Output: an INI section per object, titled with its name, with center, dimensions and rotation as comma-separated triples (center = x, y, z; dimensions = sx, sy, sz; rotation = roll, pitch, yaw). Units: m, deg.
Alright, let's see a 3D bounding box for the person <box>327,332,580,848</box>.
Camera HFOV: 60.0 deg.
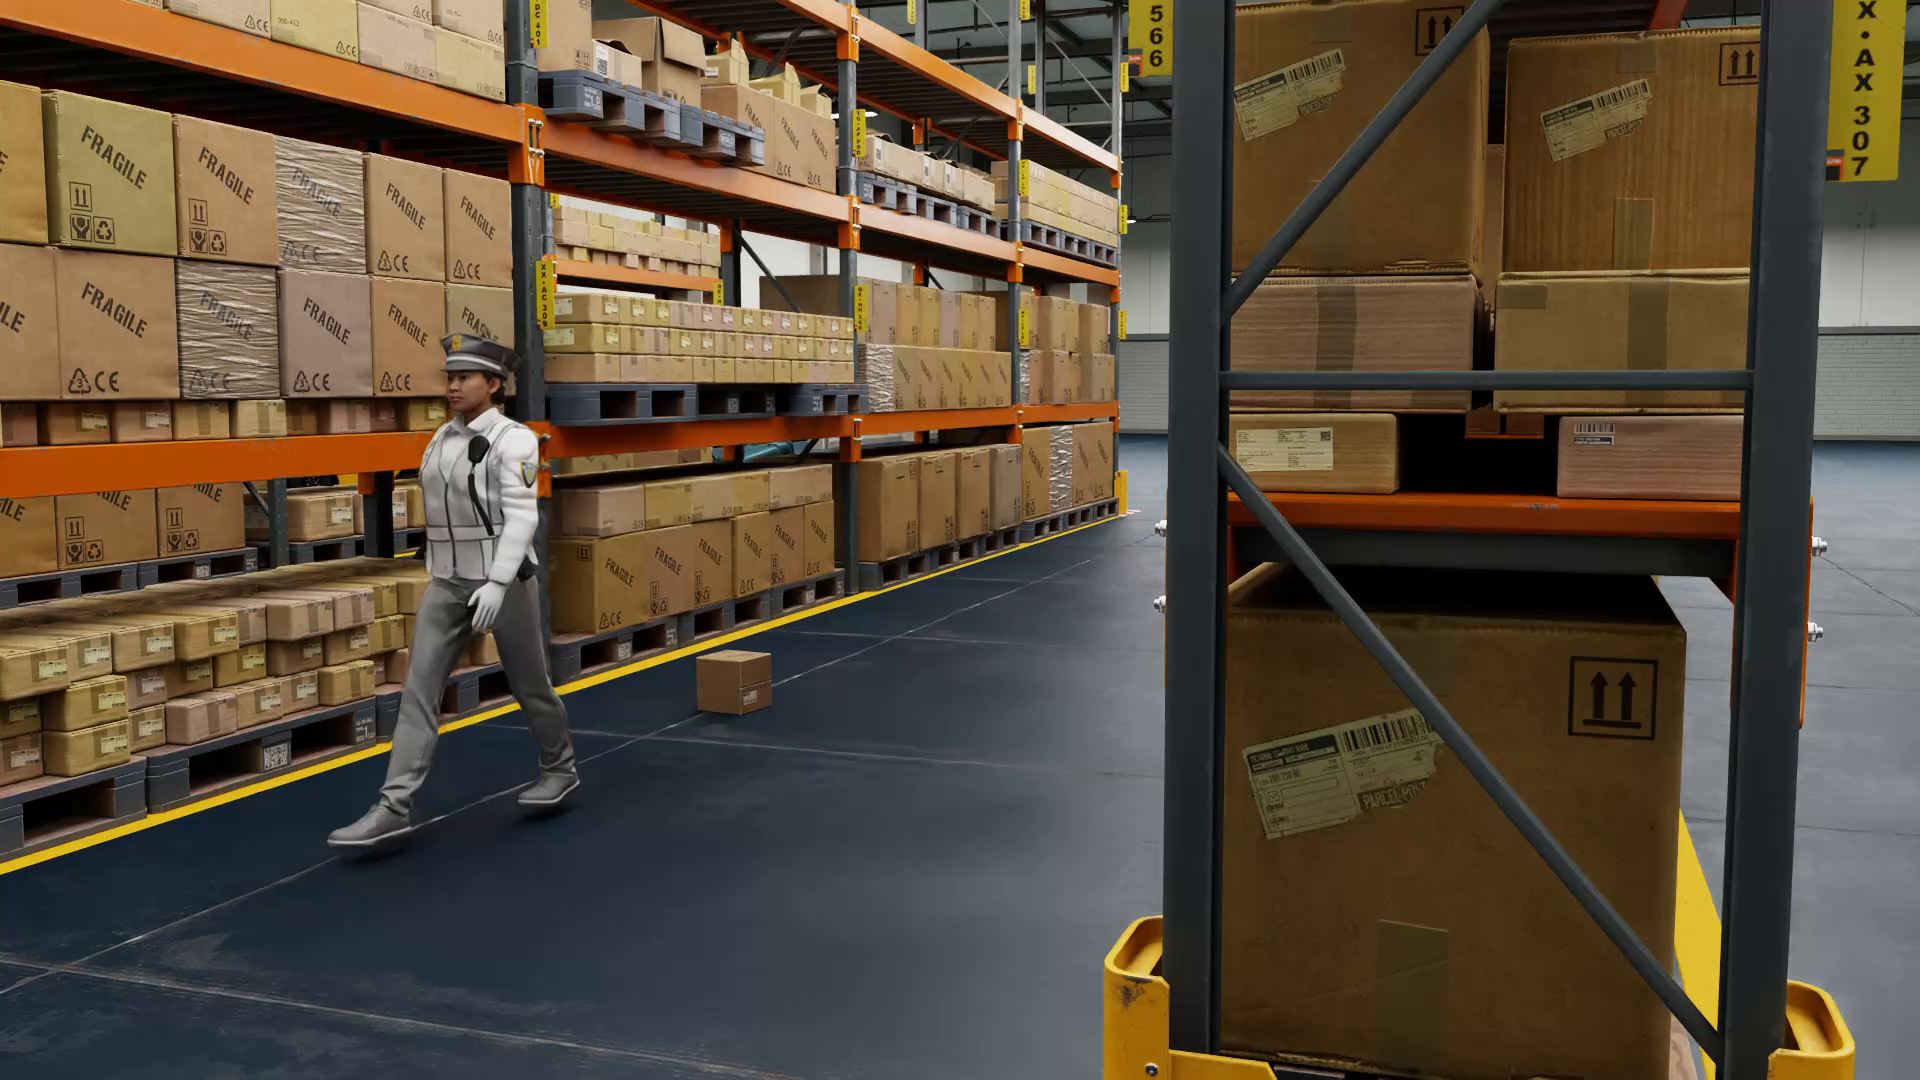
[person]
center = -1.619, 0.137, 5.467
dimensions = 0.504, 1.631, 0.982
rotation = 2, 6, 23
